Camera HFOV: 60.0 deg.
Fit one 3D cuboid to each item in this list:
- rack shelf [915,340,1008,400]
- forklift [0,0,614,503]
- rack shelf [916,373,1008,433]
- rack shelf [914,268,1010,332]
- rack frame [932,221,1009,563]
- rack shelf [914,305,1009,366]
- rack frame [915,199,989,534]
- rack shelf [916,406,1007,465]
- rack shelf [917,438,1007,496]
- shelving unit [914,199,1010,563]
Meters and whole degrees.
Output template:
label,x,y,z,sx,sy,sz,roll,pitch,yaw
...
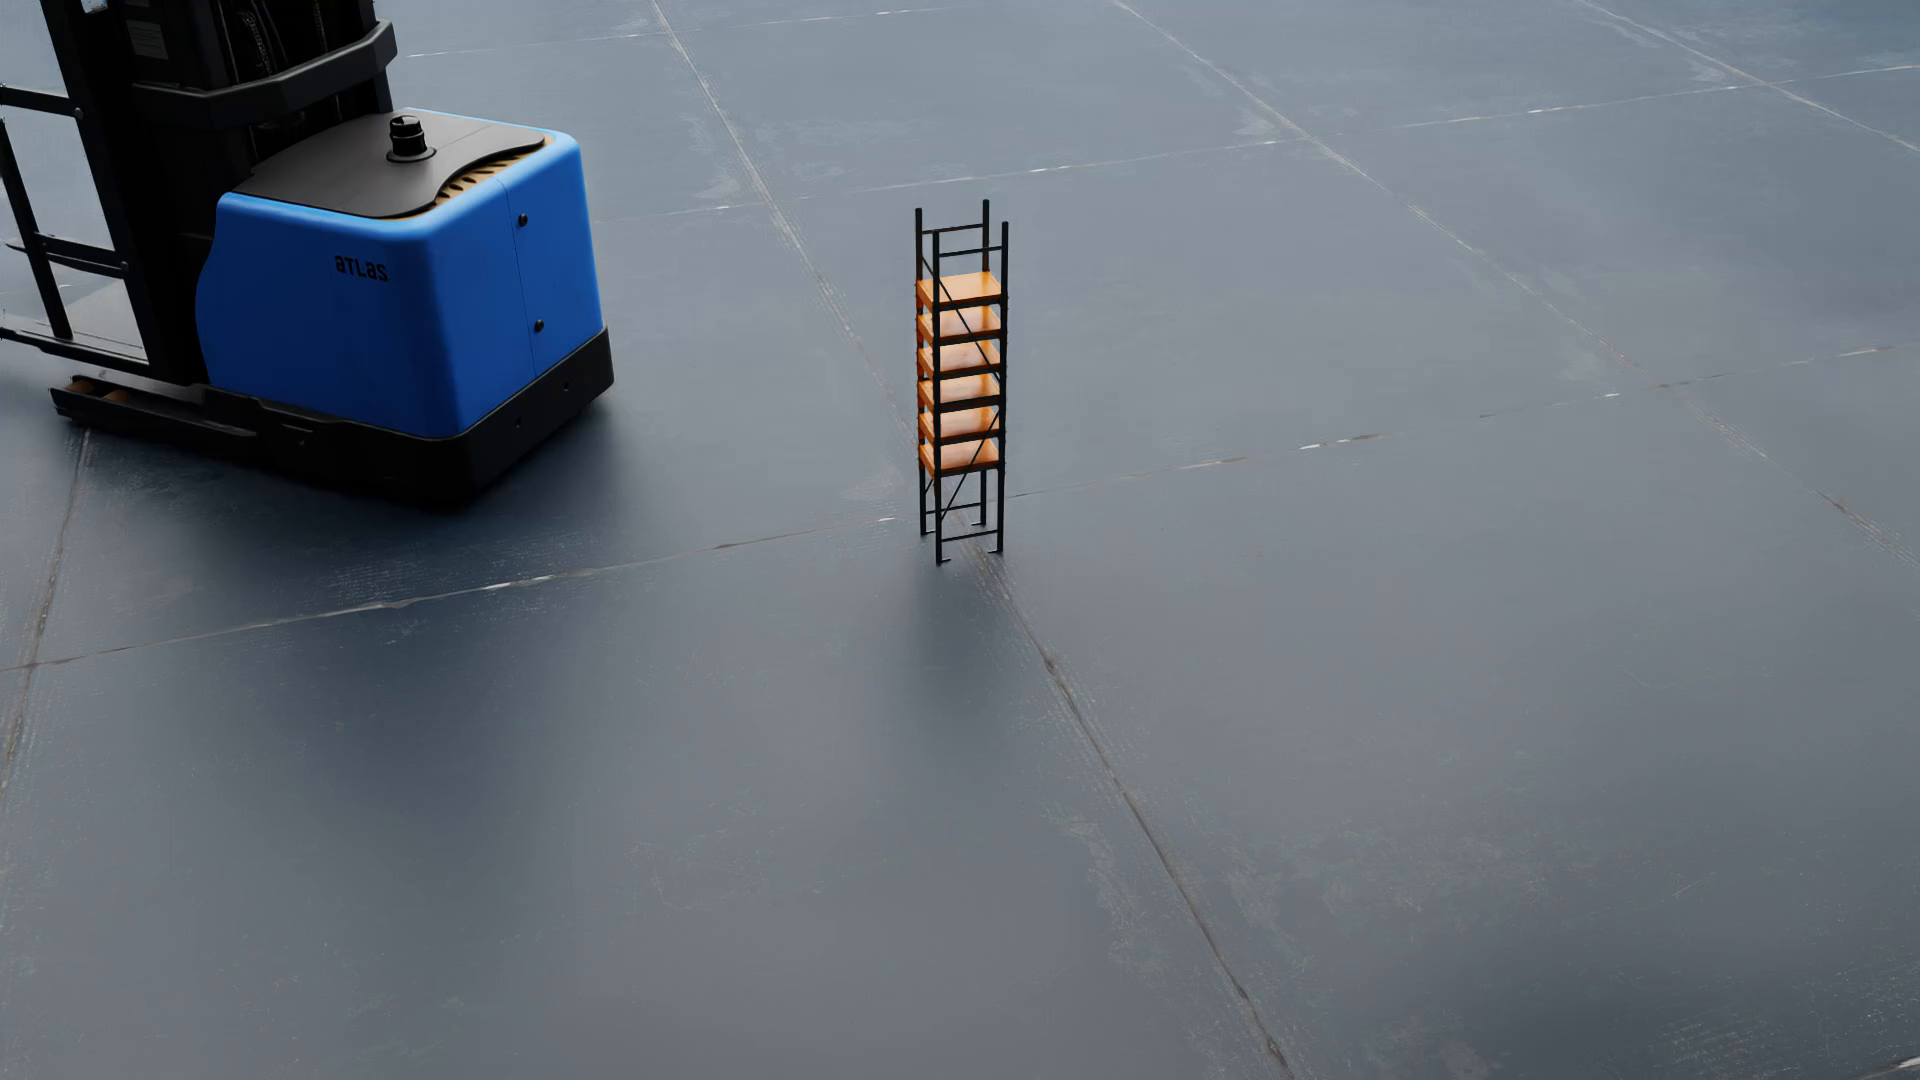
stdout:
label,x,y,z,sx,sy,sz,roll,pitch,yaw
rack shelf,0.004,-0.556,5.366,0.258,0.103,0.180,-10,35,-15
forklift,-2.931,-1.880,5.936,3.031,2.935,1.130,13,36,19
rack shelf,0.004,-0.456,5.432,0.258,0.103,0.180,-10,35,-15
rack shelf,0.004,-0.756,5.234,0.258,0.103,0.180,-10,35,-15
rack frame,0.032,-0.445,5.335,0.240,1.200,0.006,-10,35,-15
rack shelf,0.004,-0.656,5.300,0.258,0.103,0.180,-10,35,-15
rack frame,-0.023,-0.541,5.480,0.240,1.200,0.006,-10,35,-15
rack shelf,0.004,-0.356,5.498,0.258,0.103,0.180,-10,35,-15
rack shelf,0.004,-0.256,5.565,0.258,0.103,0.180,-10,35,-15
shelving unit,0.004,-0.493,5.408,0.258,1.200,0.189,-10,35,-15
